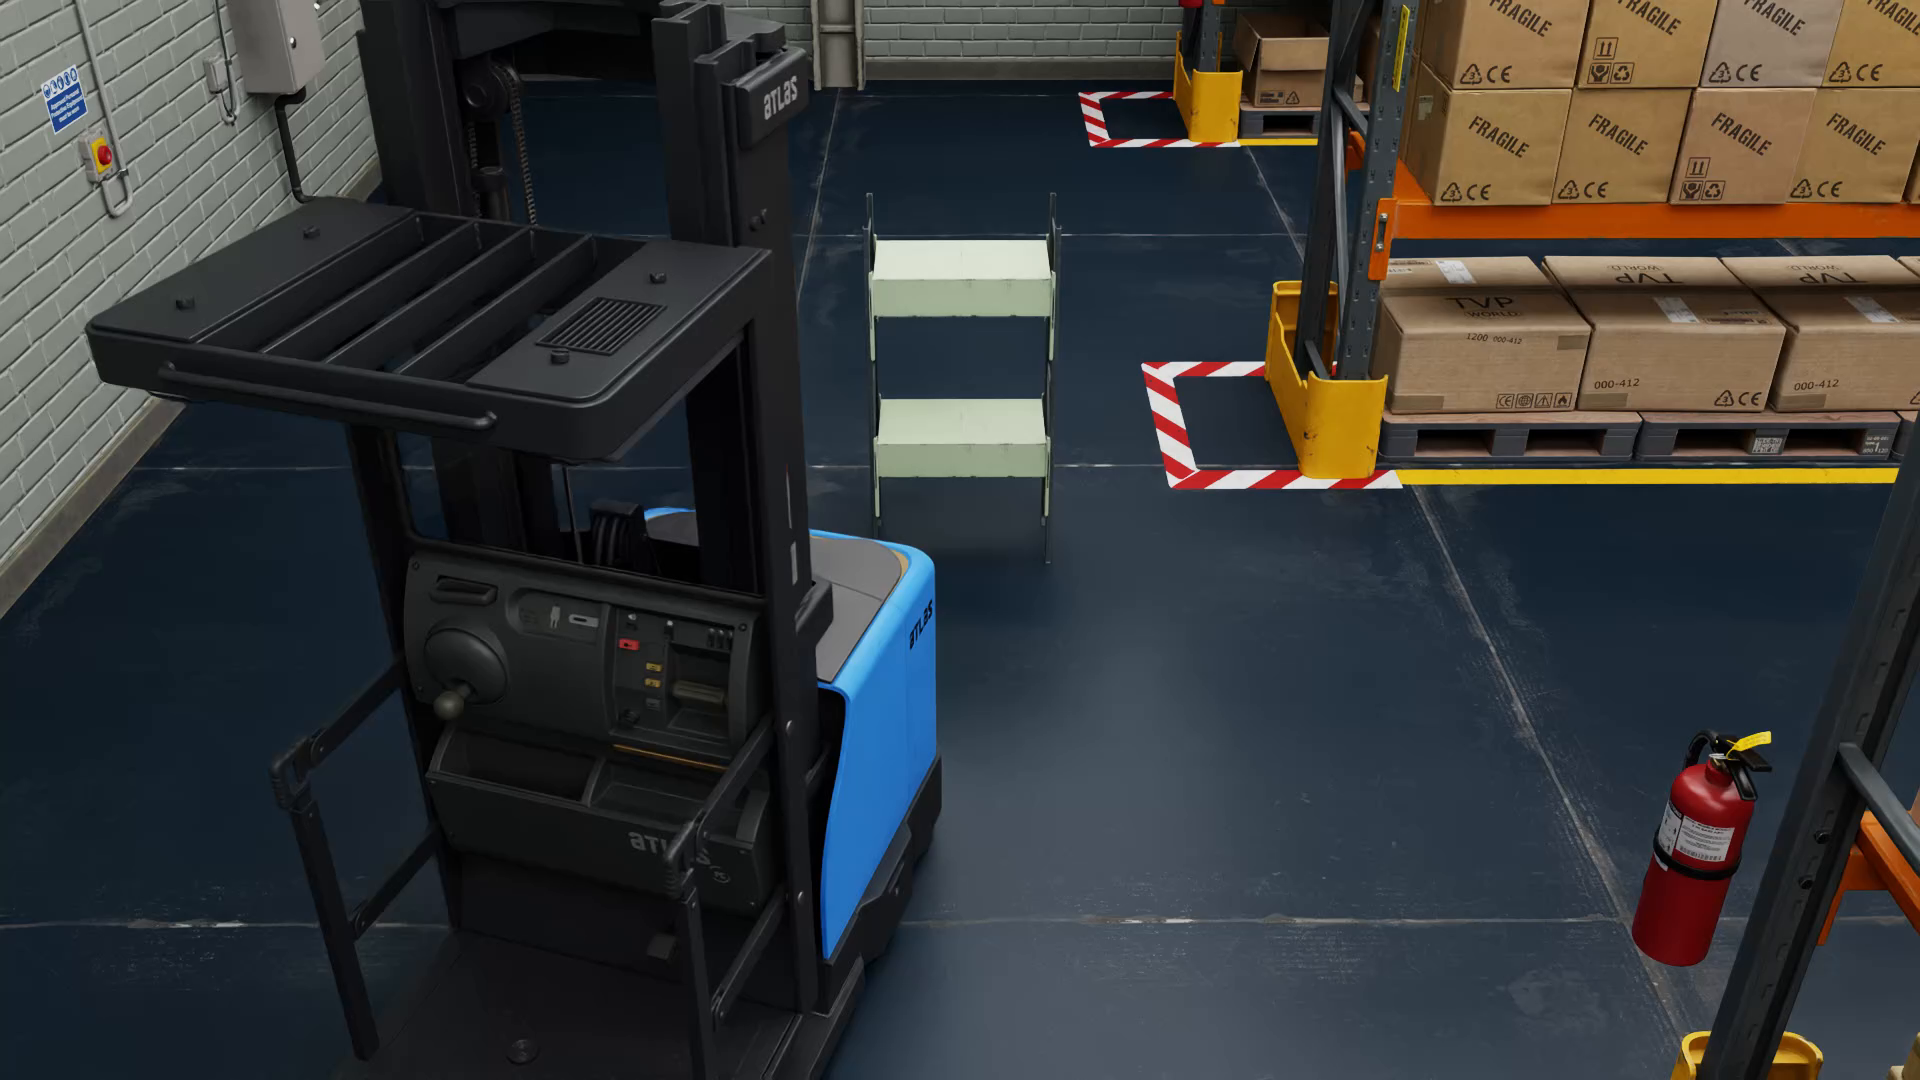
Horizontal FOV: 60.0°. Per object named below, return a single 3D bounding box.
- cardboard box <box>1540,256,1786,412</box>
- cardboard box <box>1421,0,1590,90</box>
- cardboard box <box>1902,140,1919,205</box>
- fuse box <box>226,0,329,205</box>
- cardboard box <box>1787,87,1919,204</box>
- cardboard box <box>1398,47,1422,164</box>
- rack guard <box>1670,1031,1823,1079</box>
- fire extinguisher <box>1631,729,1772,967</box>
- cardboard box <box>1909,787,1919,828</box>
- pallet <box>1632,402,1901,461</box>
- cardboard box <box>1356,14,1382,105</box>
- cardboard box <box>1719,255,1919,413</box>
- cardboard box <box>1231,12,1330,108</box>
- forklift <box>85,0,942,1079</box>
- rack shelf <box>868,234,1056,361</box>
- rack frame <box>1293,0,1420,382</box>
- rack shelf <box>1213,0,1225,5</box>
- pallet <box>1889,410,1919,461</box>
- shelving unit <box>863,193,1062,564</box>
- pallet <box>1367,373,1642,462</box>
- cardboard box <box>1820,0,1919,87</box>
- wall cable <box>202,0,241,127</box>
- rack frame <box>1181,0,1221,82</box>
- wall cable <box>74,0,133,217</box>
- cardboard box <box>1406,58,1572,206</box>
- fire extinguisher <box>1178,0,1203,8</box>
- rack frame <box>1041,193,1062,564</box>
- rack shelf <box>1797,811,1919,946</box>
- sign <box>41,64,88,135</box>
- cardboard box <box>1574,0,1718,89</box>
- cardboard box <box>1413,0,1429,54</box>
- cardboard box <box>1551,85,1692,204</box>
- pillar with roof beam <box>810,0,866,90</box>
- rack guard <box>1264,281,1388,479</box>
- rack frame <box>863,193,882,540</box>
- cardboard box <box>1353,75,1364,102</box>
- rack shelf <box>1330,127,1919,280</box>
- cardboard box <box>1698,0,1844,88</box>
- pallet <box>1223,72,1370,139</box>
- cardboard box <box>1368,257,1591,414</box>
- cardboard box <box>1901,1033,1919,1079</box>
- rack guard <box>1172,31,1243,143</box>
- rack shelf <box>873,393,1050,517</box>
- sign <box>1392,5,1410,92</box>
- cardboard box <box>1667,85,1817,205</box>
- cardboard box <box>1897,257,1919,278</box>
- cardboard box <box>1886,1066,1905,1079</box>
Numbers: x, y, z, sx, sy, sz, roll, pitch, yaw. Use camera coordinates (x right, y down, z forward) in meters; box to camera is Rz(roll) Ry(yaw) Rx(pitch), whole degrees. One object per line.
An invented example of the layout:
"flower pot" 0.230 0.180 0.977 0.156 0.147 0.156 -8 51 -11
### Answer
"cardboard box" 3.357 -1.014 8.095 0.875 0.438 0.875 1 31 1
"cardboard box" 2.264 -2.193 6.912 0.500 0.500 0.500 -1 31 -1
"cardboard box" 4.303 -1.776 7.190 0.500 0.500 0.500 -1 31 -1
"fuse box" -3.723 -2.378 9.520 0.414 1.711 0.539 0 31 0
"cardboard box" 3.779 -1.783 7.200 0.500 0.500 0.500 1 31 1
"cardboard box" 2.263 -2.050 7.641 0.500 0.500 0.500 0 31 0
"rack guard" 1.989 1.767 3.856 0.348 0.500 1.175 0 31 0
"fire extinguisher" 1.659 0.652 3.717 0.183 0.674 0.296 0 31 0
"cardboard box" 2.238 0.658 3.515 0.250 0.149 0.380 0 31 0
"pallet" 3.798 -0.722 8.236 1.213 0.211 1.003 0 31 0
"cardboard box" 3.216 -3.490 12.115 0.500 0.500 0.700 1 31 2
"cardboard box" 4.259 -1.016 8.098 0.875 0.438 0.875 -1 31 -2
"cardboard box" 2.361 -3.508 12.143 0.637 0.503 0.797 -1 31 -2
"forklift" -0.996 0.342 3.861 1.130 2.935 3.031 9 32 15
"rack shelf" 0.007 -0.975 6.659 0.720 0.370 0.431 0 31 0
"rack frame" 1.782 -1.869 7.438 0.127 3.000 1.000 0 31 0
"rack shelf" 3.749 -4.142 11.879 4.000 0.370 1.077 0 31 0
"pallet" 5.022 -0.727 8.245 1.213 0.211 1.003 0 31 0
"shelving unit" 0.007 -0.641 6.861 0.755 1.500 0.431 0 31 0
"pallet" 2.582 -0.720 8.233 1.213 0.211 1.003 0 31 0
"cardboard box" 3.794 -2.206 6.933 0.500 0.500 0.500 0 31 0
"wall cable" -3.876 -3.009 8.338 0.122 1.984 0.588 0 31 0
"rack frame" 1.749 -4.443 11.682 0.127 3.000 1.000 0 31 0
"wall cable" -3.856 -2.287 7.118 0.123 1.953 0.585 0 31 0
"cardboard box" 2.264 -1.764 7.169 0.500 0.500 0.500 0 31 -1
"fire extinguisher" 1.605 -4.011 11.403 0.183 0.674 0.296 0 31 0
"rack frame" 0.373 -0.642 6.863 0.023 1.500 0.400 0 31 0
"rack shelf" 3.913 1.000 3.404 4.000 0.370 1.077 0 31 0
"sign" -3.917 -1.929 7.278 0.001 0.218 0.327 0 31 0
"cardboard box" 2.781 -2.198 6.921 0.500 0.500 0.500 -1 31 -2
"cardboard box" 2.263 -2.464 7.359 0.500 0.500 0.500 1 31 1
"cardboard box" 2.770 -1.780 7.196 0.500 0.500 0.500 -1 31 -1
"pillar with roof beam" -0.927 -5.234 7.202 0.400 9.000 9.100 0 31 0
"rack guard" 1.758 -0.800 8.087 0.348 0.500 1.175 0 31 0
"rack frame" -0.359 -0.640 6.859 0.023 1.500 0.400 0 31 0
"cardboard box" 2.786 -3.338 12.204 0.250 0.149 0.380 -1 31 -2
"rack shelf" 3.782 -1.567 7.635 4.000 0.370 1.077 0 31 0
"cardboard box" 3.296 -2.204 6.930 0.500 0.500 0.500 0 31 -1
"pallet" 2.622 -3.254 12.411 1.213 0.211 1.003 0 31 0
"cardboard box" 2.442 -1.007 8.083 0.875 0.438 0.875 -1 31 -2
"cardboard box" 2.441 1.350 3.903 0.250 0.149 0.380 0 31 0
"rack guard" 1.825 -3.375 12.331 0.348 0.500 1.175 0 31 0
"rack shelf" 0.007 -0.363 7.030 0.720 0.370 0.431 0 31 0
"sign" 1.780 -1.985 6.719 0.005 0.325 0.100 0 31 0
"cardboard box" 3.279 -1.772 7.183 0.500 0.500 0.500 0 31 -1
"cardboard box" 5.154 -1.019 8.103 0.875 0.438 0.875 -1 31 -1
"cardboard box" 2.439 1.461 4.007 0.250 0.149 0.380 -1 31 -2
